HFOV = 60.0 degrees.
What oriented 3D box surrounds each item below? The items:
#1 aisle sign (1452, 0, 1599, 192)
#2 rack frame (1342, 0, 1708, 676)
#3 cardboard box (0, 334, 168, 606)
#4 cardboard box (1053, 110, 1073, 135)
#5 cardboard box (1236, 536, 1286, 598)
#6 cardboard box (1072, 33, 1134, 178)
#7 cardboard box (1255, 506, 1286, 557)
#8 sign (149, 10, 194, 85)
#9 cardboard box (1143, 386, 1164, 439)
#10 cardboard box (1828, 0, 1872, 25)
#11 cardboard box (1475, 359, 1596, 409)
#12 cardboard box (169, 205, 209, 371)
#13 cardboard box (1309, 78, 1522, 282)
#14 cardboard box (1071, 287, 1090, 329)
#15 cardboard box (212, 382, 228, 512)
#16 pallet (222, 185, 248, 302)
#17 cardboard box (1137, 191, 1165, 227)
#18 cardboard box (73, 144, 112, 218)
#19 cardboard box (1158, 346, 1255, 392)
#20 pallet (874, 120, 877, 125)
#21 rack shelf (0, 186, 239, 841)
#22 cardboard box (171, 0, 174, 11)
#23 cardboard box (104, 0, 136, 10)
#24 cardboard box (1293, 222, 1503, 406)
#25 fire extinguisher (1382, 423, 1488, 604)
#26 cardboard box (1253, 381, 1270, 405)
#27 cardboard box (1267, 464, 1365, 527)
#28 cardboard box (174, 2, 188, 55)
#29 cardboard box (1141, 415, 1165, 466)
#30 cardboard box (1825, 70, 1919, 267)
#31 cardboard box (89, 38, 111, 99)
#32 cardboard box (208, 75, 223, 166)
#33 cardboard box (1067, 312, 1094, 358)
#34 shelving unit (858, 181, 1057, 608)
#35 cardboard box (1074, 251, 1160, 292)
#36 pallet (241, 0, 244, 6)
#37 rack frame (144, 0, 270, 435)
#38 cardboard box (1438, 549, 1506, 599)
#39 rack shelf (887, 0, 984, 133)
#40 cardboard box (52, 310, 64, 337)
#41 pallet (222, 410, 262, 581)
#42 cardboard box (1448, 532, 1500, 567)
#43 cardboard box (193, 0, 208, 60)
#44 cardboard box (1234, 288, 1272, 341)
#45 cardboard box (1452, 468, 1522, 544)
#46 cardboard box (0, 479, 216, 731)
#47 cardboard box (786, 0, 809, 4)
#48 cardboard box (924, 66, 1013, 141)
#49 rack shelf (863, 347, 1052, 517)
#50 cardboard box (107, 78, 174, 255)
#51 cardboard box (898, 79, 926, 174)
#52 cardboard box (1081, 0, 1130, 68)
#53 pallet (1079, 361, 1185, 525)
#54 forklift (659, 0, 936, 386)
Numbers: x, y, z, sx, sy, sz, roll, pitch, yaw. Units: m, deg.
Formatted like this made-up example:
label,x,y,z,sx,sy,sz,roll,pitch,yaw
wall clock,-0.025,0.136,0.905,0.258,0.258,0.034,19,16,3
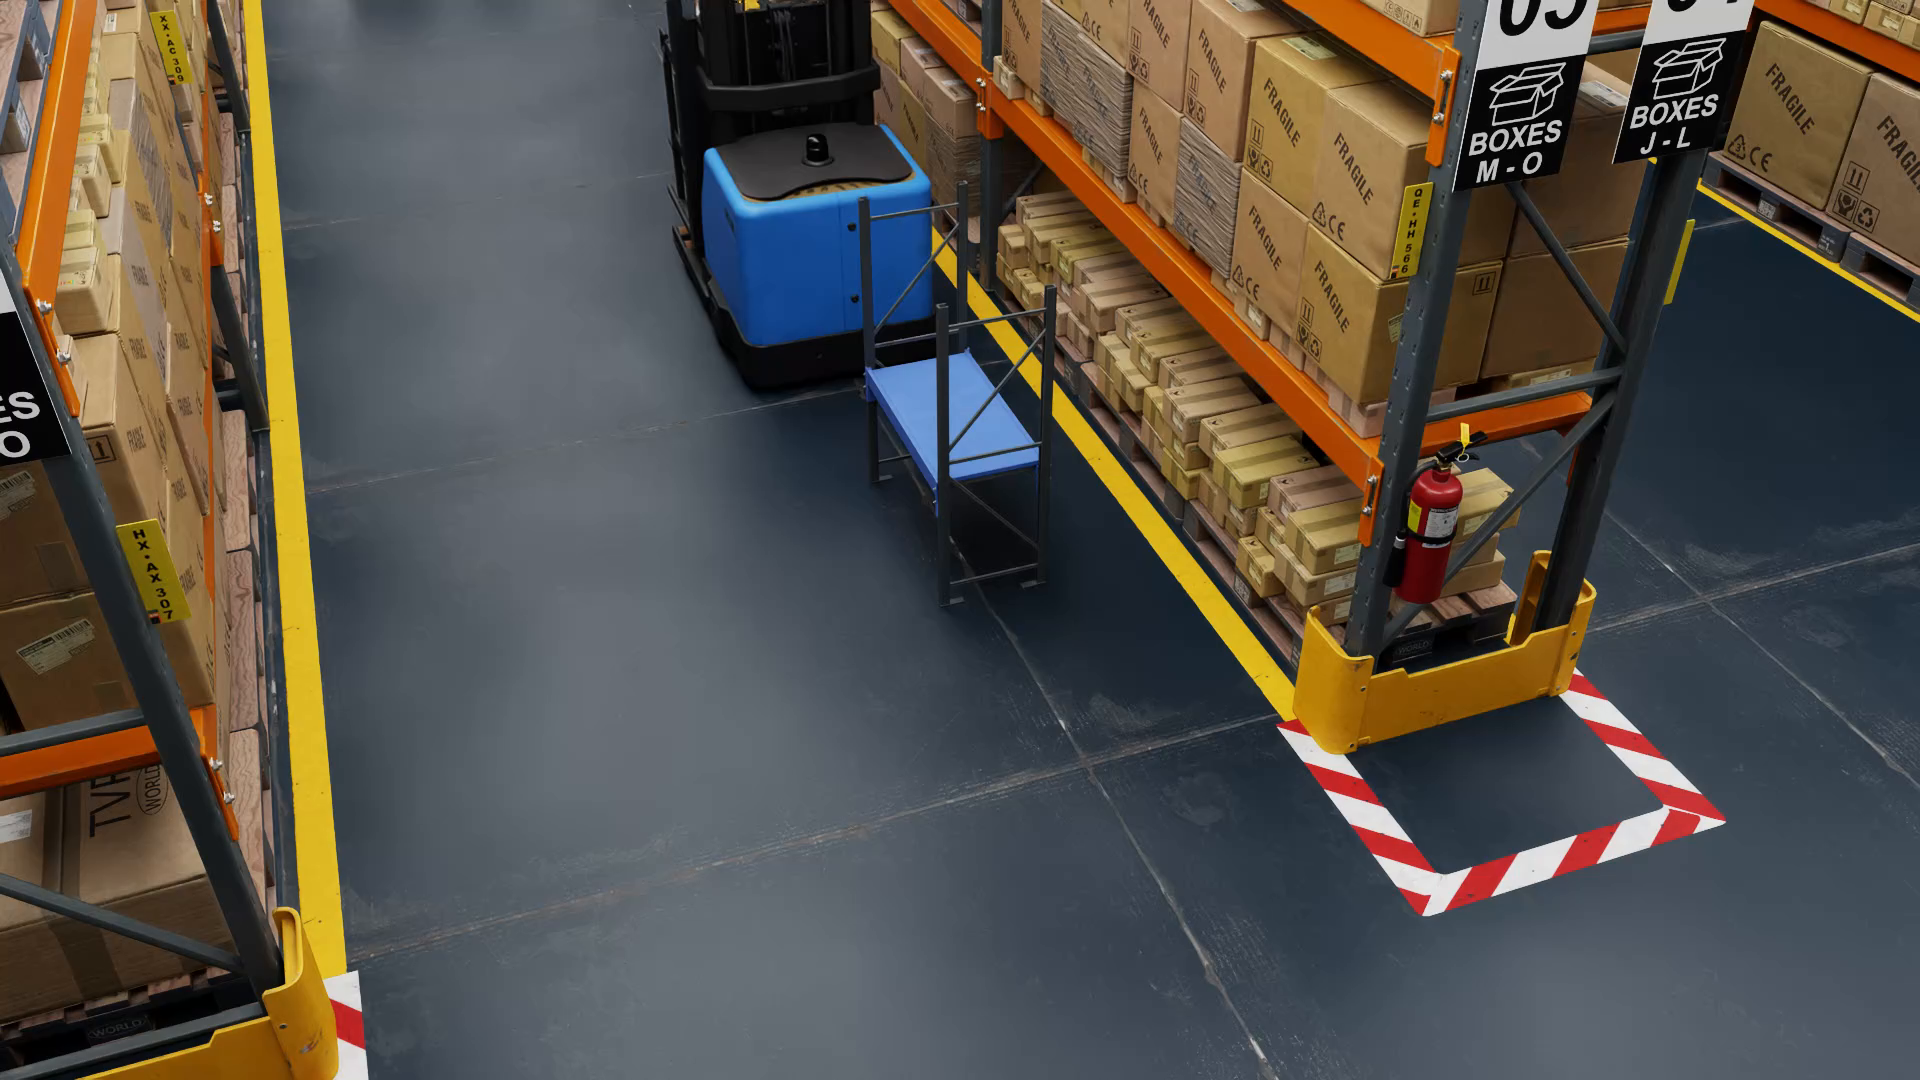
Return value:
label,x,y,z,sx,sy,sz,roll,pitch,yaw
aisle sign,1.723,-1.442,5.010,0.394,0.787,0.004,-12,39,-16
rack frame,1.979,-0.507,5.930,1.000,3.000,0.127,-12,39,-16
cardboard box,-2.531,-0.194,4.601,0.500,0.500,0.500,-13,39,-17
cardboard box,0.693,-2.168,8.344,0.380,0.149,0.250,-14,39,-18
cardboard box,1.419,0.086,7.164,0.380,0.149,0.250,-11,38,-15
cardboard box,0.853,-2.023,7.613,0.500,0.500,0.500,-13,39,-17
cardboard box,1.490,-0.053,7.100,0.380,0.149,0.250,-13,39,-17
sign,-3.489,-2.178,7.363,0.100,0.325,0.005,-12,39,-16
cardboard box,1.088,-0.625,7.860,0.380,0.149,0.250,-11,38,-14
cardboard box,5.266,-3.103,9.585,0.380,0.149,0.250,-11,38,-14
cardboard box,2.176,-0.657,6.338,0.380,0.149,0.250,-13,39,-16
cardboard box,-3.241,-0.945,6.428,0.500,0.500,0.500,-13,39,-17
cardboard box,1.588,-1.272,5.784,0.500,0.500,0.500,-13,39,-17
cardboard box,0.806,-1.236,8.671,0.380,0.149,0.250,-14,39,-18
cardboard box,-3.895,-0.452,7.637,0.875,0.438,0.875,-13,39,-17
pallet,-4.770,-1.681,9.807,1.003,0.211,1.213,-12,39,-16
cardboard box,1.028,-1.563,7.540,0.380,0.149,0.250,-11,38,-14
cardboard box,-2.928,-1.117,5.287,0.380,0.149,0.250,-12,39,-16
cardboard box,1.157,-0.765,7.799,0.380,0.149,0.250,-14,39,-17
pallet,-0.090,-2.783,11.269,1.003,0.211,1.213,-12,39,-16
rack shelf,-3.322,-0.267,6.210,1.077,0.370,4.000,-12,39,-16
cardboard box,-4.093,-2.714,7.945,0.500,0.500,0.500,-13,39,-16
cardboard box,-3.605,-2.275,6.824,0.380,0.149,0.250,-13,39,-17
cardboard box,1.583,-0.866,6.076,0.500,0.500,0.500,-12,39,-15
fire extinguisher,1.633,-0.089,5.749,0.296,0.674,0.183,-12,39,-16
cardboard box,1.533,-0.732,8.002,0.380,0.149,0.250,-11,38,-14
cardboard box,1.527,-0.174,7.014,0.380,0.149,0.250,-12,39,-15
cardboard box,-4.102,-2.420,8.179,0.500,0.250,0.500,-12,39,-15
cardboard box,1.090,-0.508,7.952,0.380,0.149,0.250,-12,39,-15
cardboard box,5.756,-2.158,9.538,0.875,0.875,0.875,-12,39,-16
cardboard box,-3.316,-1.687,6.044,0.380,0.149,0.250,-13,39,-16
cardboard box,-5.227,-2.856,10.465,0.875,0.875,0.875,-13,39,-16
cardboard box,0.787,-1.110,8.751,0.380,0.149,0.250,-13,39,-17
shelving unit,-0.029,-0.647,7.363,0.538,1.500,1.048,-12,39,-16
cardboard box,0.811,-1.353,8.578,0.380,0.149,0.250,-13,39,-17
pallet,-6.494,-4.650,13.749,1.003,0.211,1.213,-12,39,-16
rack frame,-4.010,-1.685,7.493,1.000,3.000,0.127,-12,39,-16
cardboard box,2.100,0.102,7.142,0.380,0.149,0.250,-12,39,-15
rack shelf,-0.085,-3.609,10.646,1.077,0.370,4.000,-12,39,-16
cardboard box,-2.653,-0.515,4.487,0.380,0.149,0.250,-12,38,-15
pallet,-3.822,-0.125,7.740,1.003,0.211,1.213,-12,39,-16
cardboard box,2.040,-0.004,7.035,0.380,0.149,0.250,-11,38,-14
cardboard box,-4.418,-2.797,9.095,0.500,0.250,0.500,-13,39,-17
cardboard box,1.341,-0.958,6.738,0.380,0.149,0.250,-11,38,-15
cardboard box,2.118,-0.140,6.969,0.380,0.149,0.250,-14,39,-18
cardboard box,-2.529,0.205,4.902,0.500,0.500,0.500,-13,39,-16
cardboard box,-0.899,-4.658,12.962,1.050,0.750,0.750,-13,39,-17
cardboard box,0.109,-2.604,9.819,0.500,0.250,0.500,-13,39,-17
rack shelf,-0.029,-0.504,7.471,0.538,0.185,1.000,-12,39,-16
cardboard box,-3.237,-1.341,6.122,0.500,0.500,0.500,-12,39,-15
cardboard box,-0.064,-2.592,10.426,0.500,0.500,0.500,-13,39,-17
cardboard box,0.867,-2.439,7.333,0.500,0.500,0.500,-12,39,-15
pallet,1.291,-0.590,8.358,1.003,0.211,1.213,-12,39,-16
forklift,-1.093,-2.862,9.113,1.130,2.935,3.031,-12,39,-15
